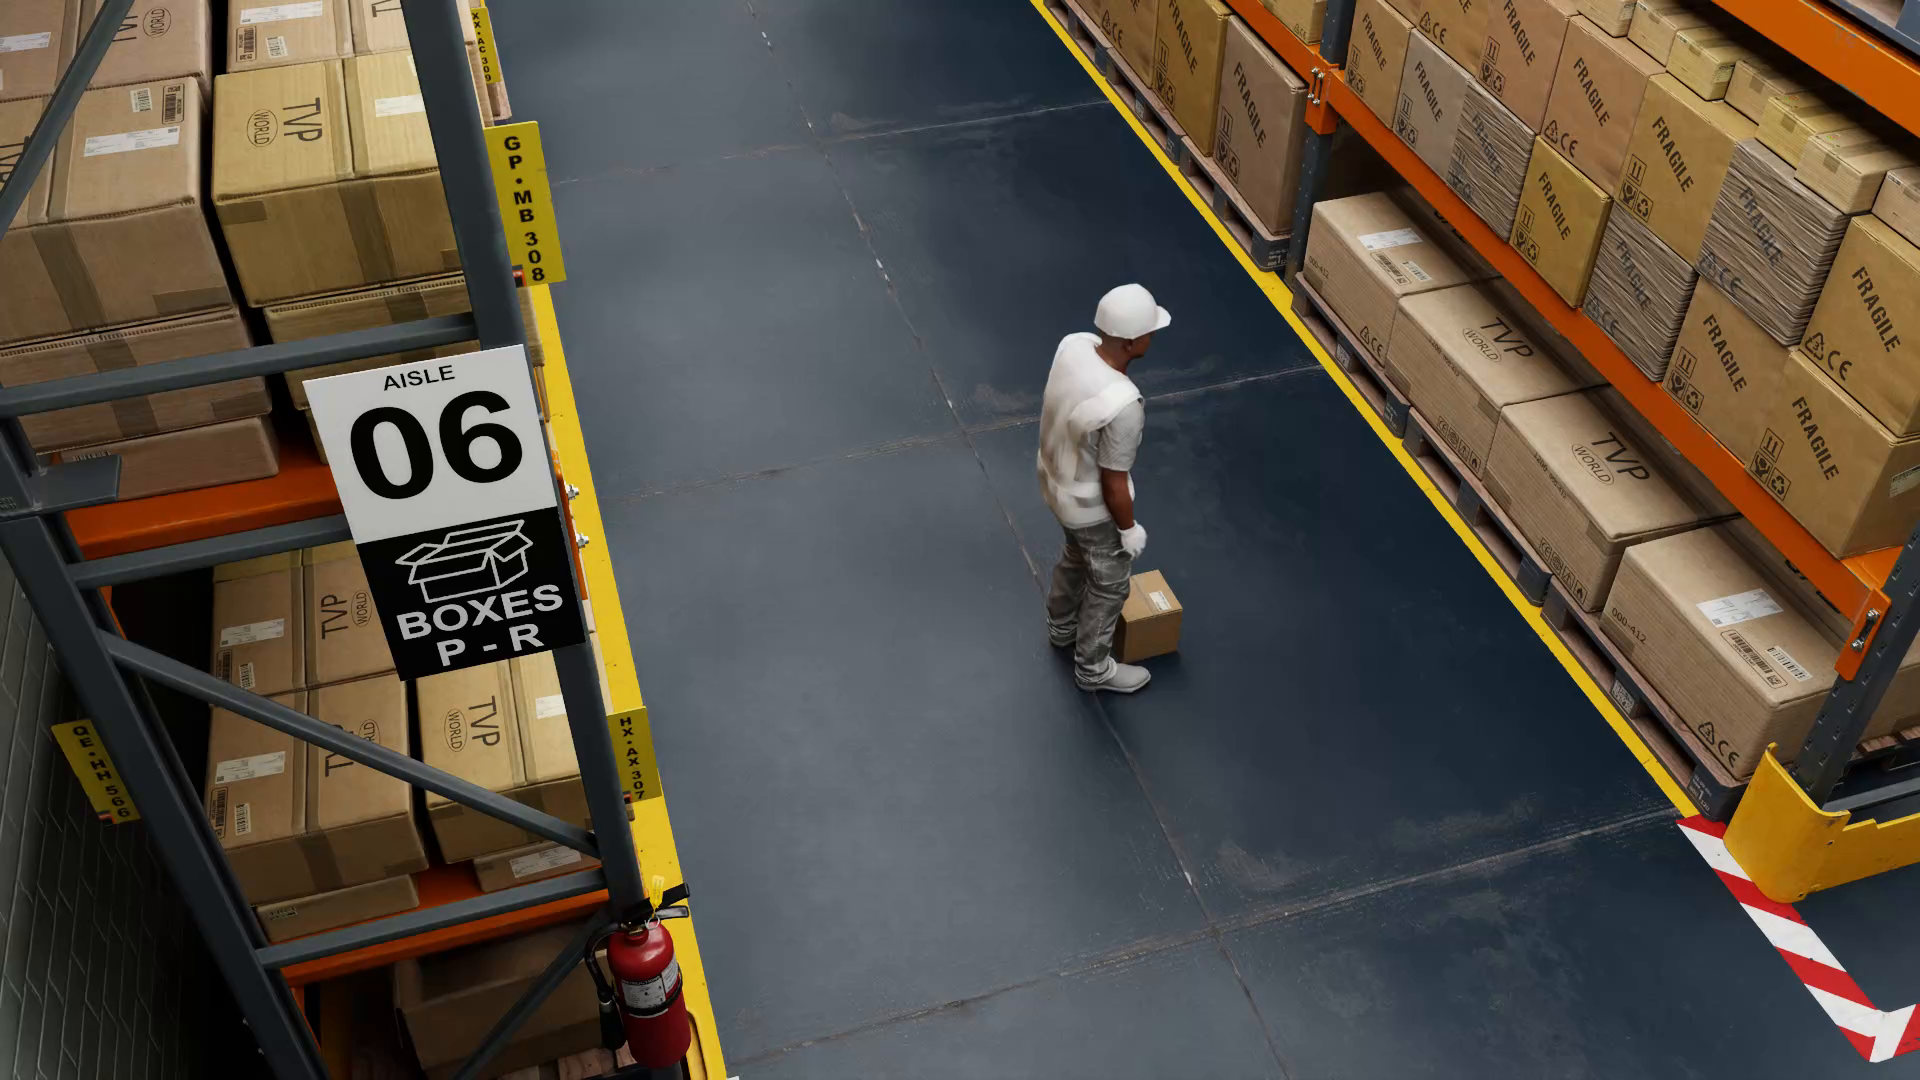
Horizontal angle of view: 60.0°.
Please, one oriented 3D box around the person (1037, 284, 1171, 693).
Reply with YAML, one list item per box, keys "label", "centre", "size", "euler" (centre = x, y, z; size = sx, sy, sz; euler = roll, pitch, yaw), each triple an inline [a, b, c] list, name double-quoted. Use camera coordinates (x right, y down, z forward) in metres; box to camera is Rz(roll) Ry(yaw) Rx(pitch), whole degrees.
- label: "person"
  centre: [0.536, -0.187, 6.360]
  size: [0.447, 1.774, 0.618]
  euler: [-12, 43, -13]
